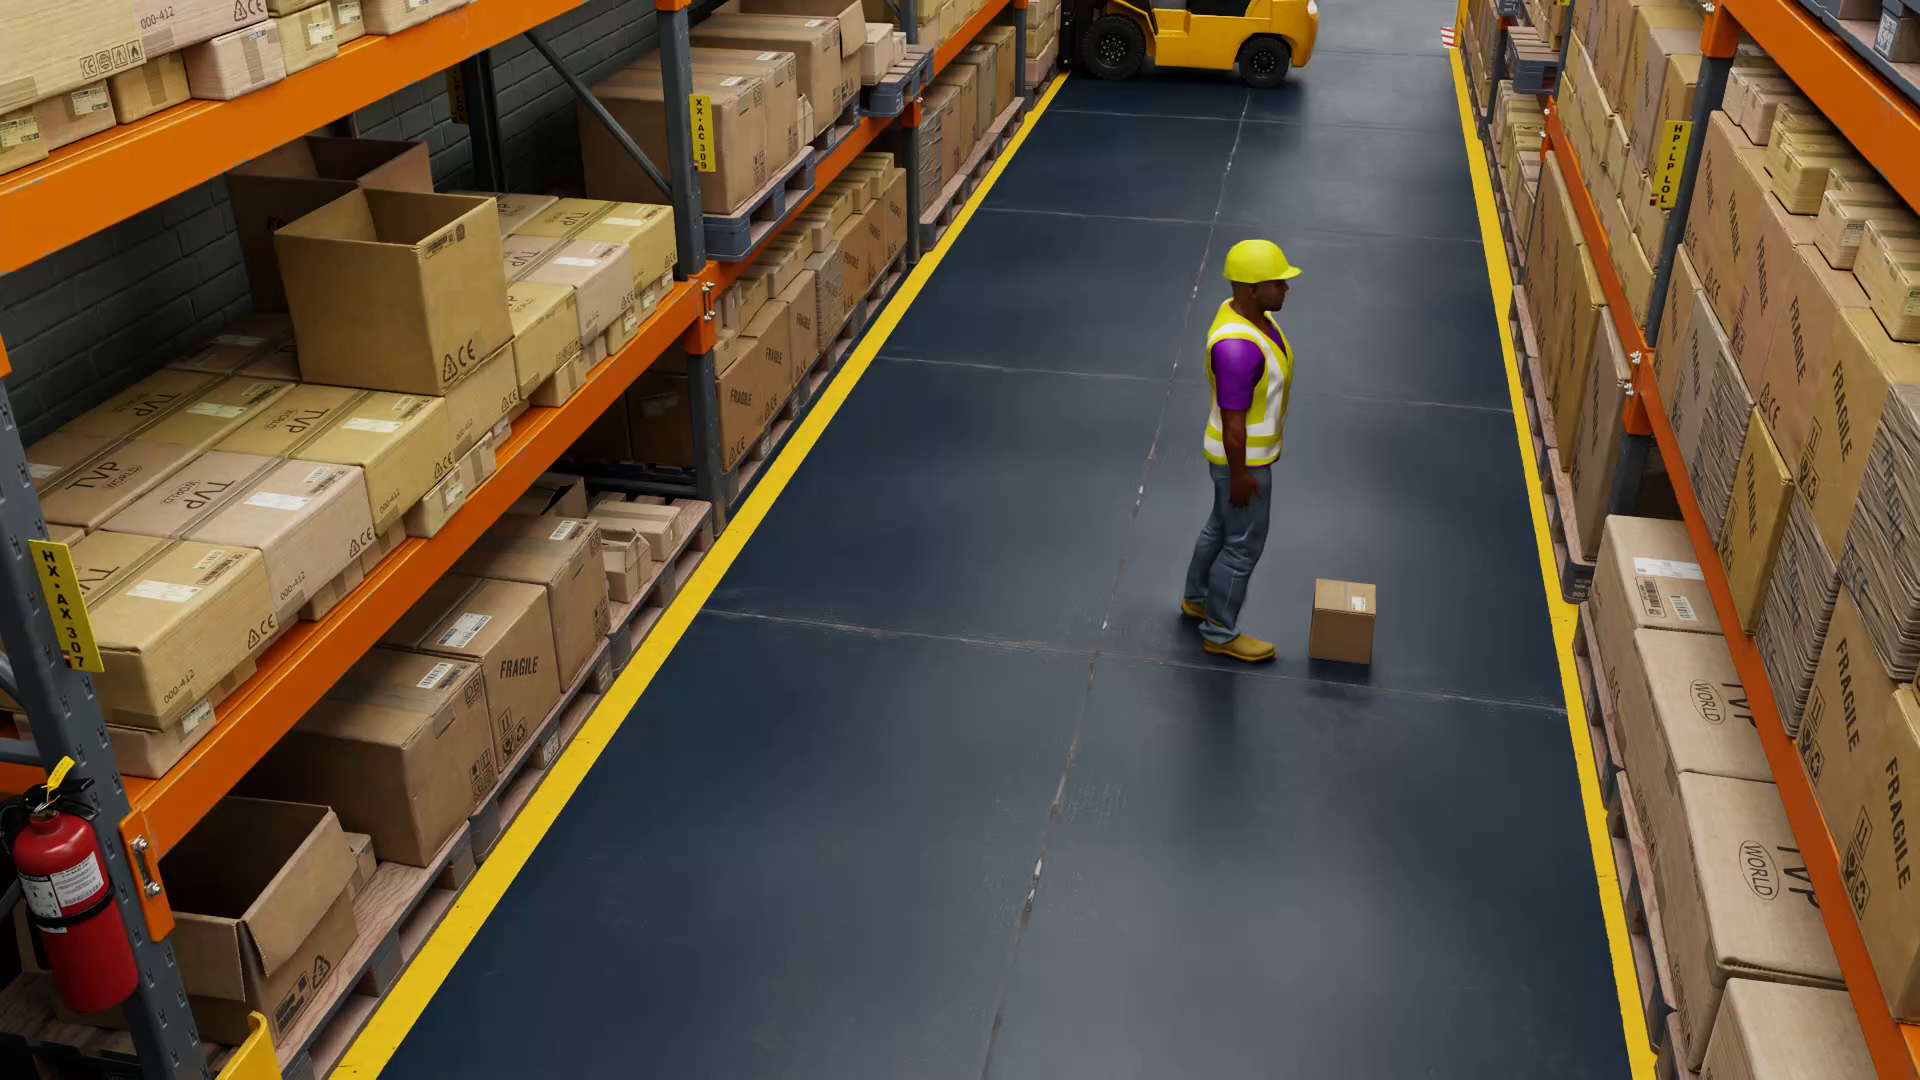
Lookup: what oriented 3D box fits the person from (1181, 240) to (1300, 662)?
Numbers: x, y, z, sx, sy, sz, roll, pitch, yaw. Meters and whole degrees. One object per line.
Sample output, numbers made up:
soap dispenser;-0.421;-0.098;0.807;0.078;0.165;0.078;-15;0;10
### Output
person;1.155;-0.337;6.790;0.432;1.833;0.567;7;29;12
